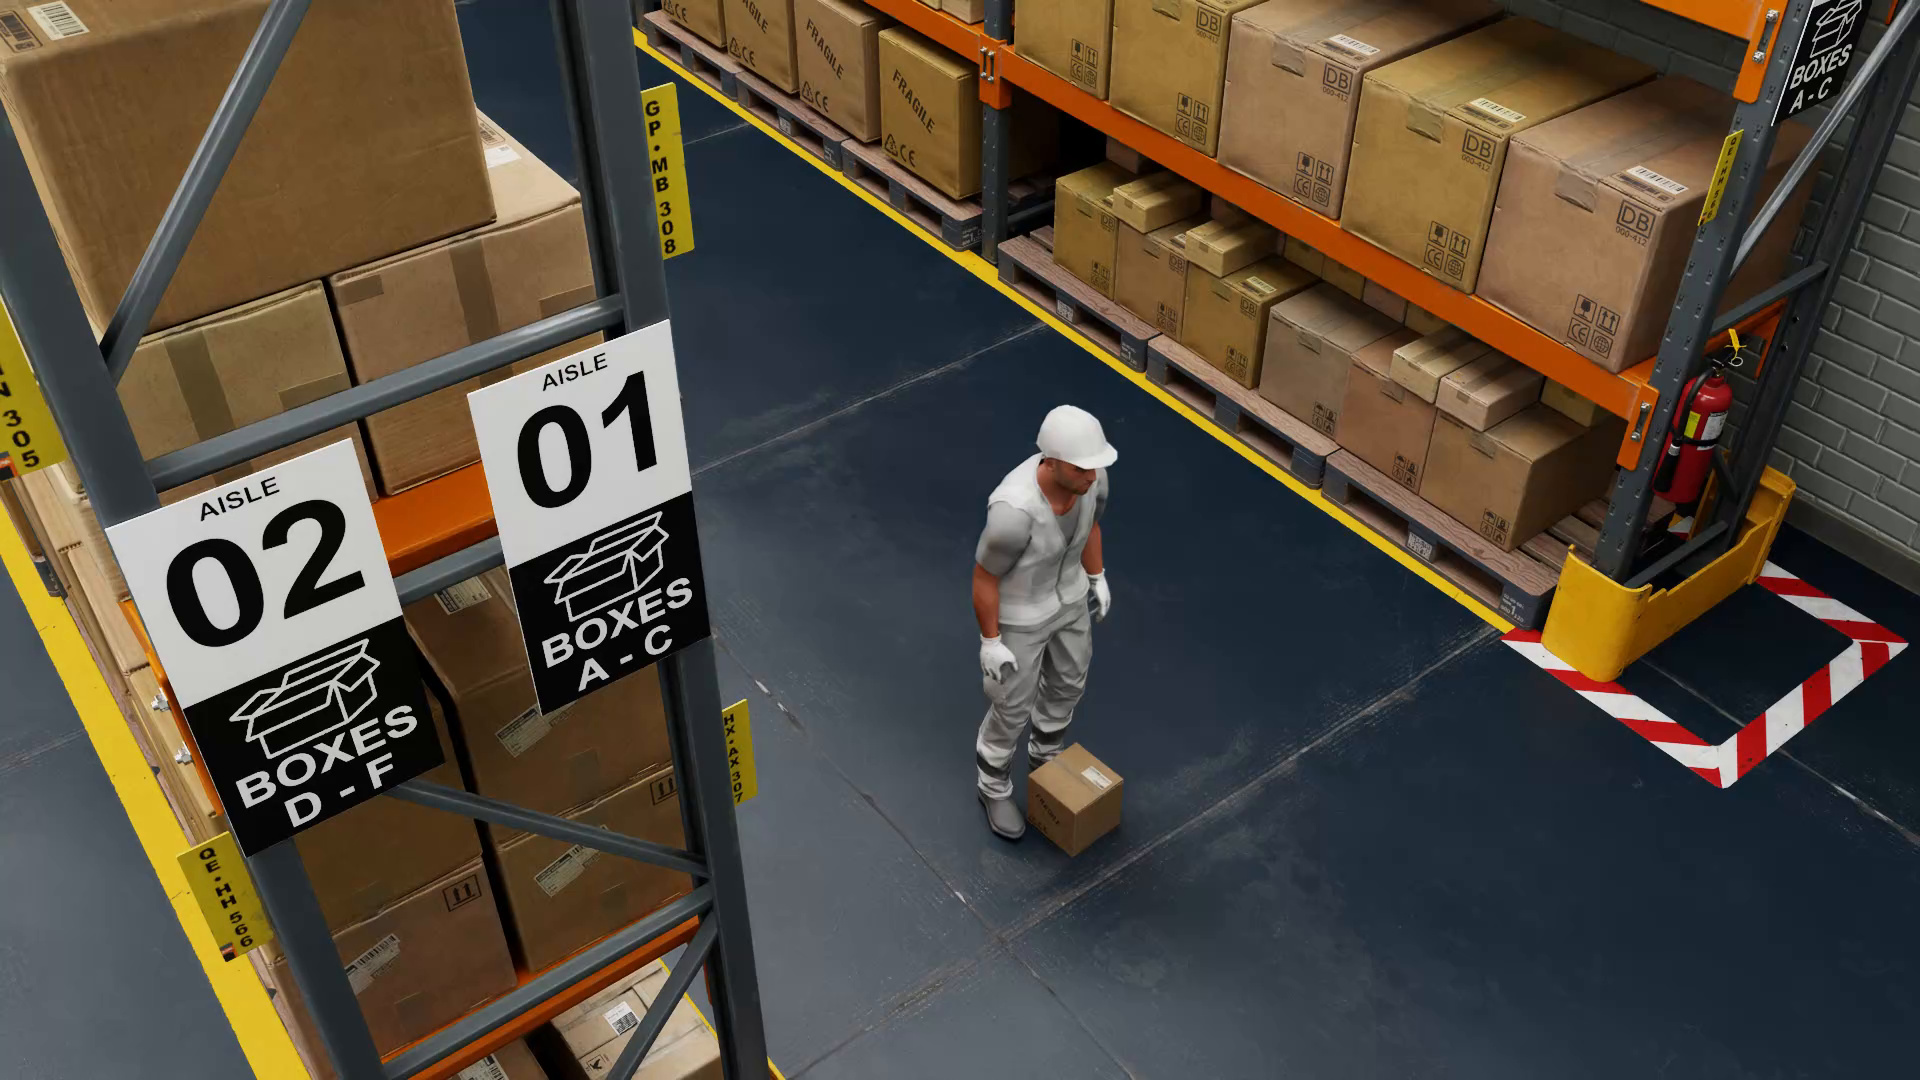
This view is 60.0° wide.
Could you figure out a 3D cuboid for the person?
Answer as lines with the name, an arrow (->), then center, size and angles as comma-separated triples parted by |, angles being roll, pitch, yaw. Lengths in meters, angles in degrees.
person -> 0.299, 0.259, 5.835 | 0.616, 1.778, 0.453 | -29, 48, -30
